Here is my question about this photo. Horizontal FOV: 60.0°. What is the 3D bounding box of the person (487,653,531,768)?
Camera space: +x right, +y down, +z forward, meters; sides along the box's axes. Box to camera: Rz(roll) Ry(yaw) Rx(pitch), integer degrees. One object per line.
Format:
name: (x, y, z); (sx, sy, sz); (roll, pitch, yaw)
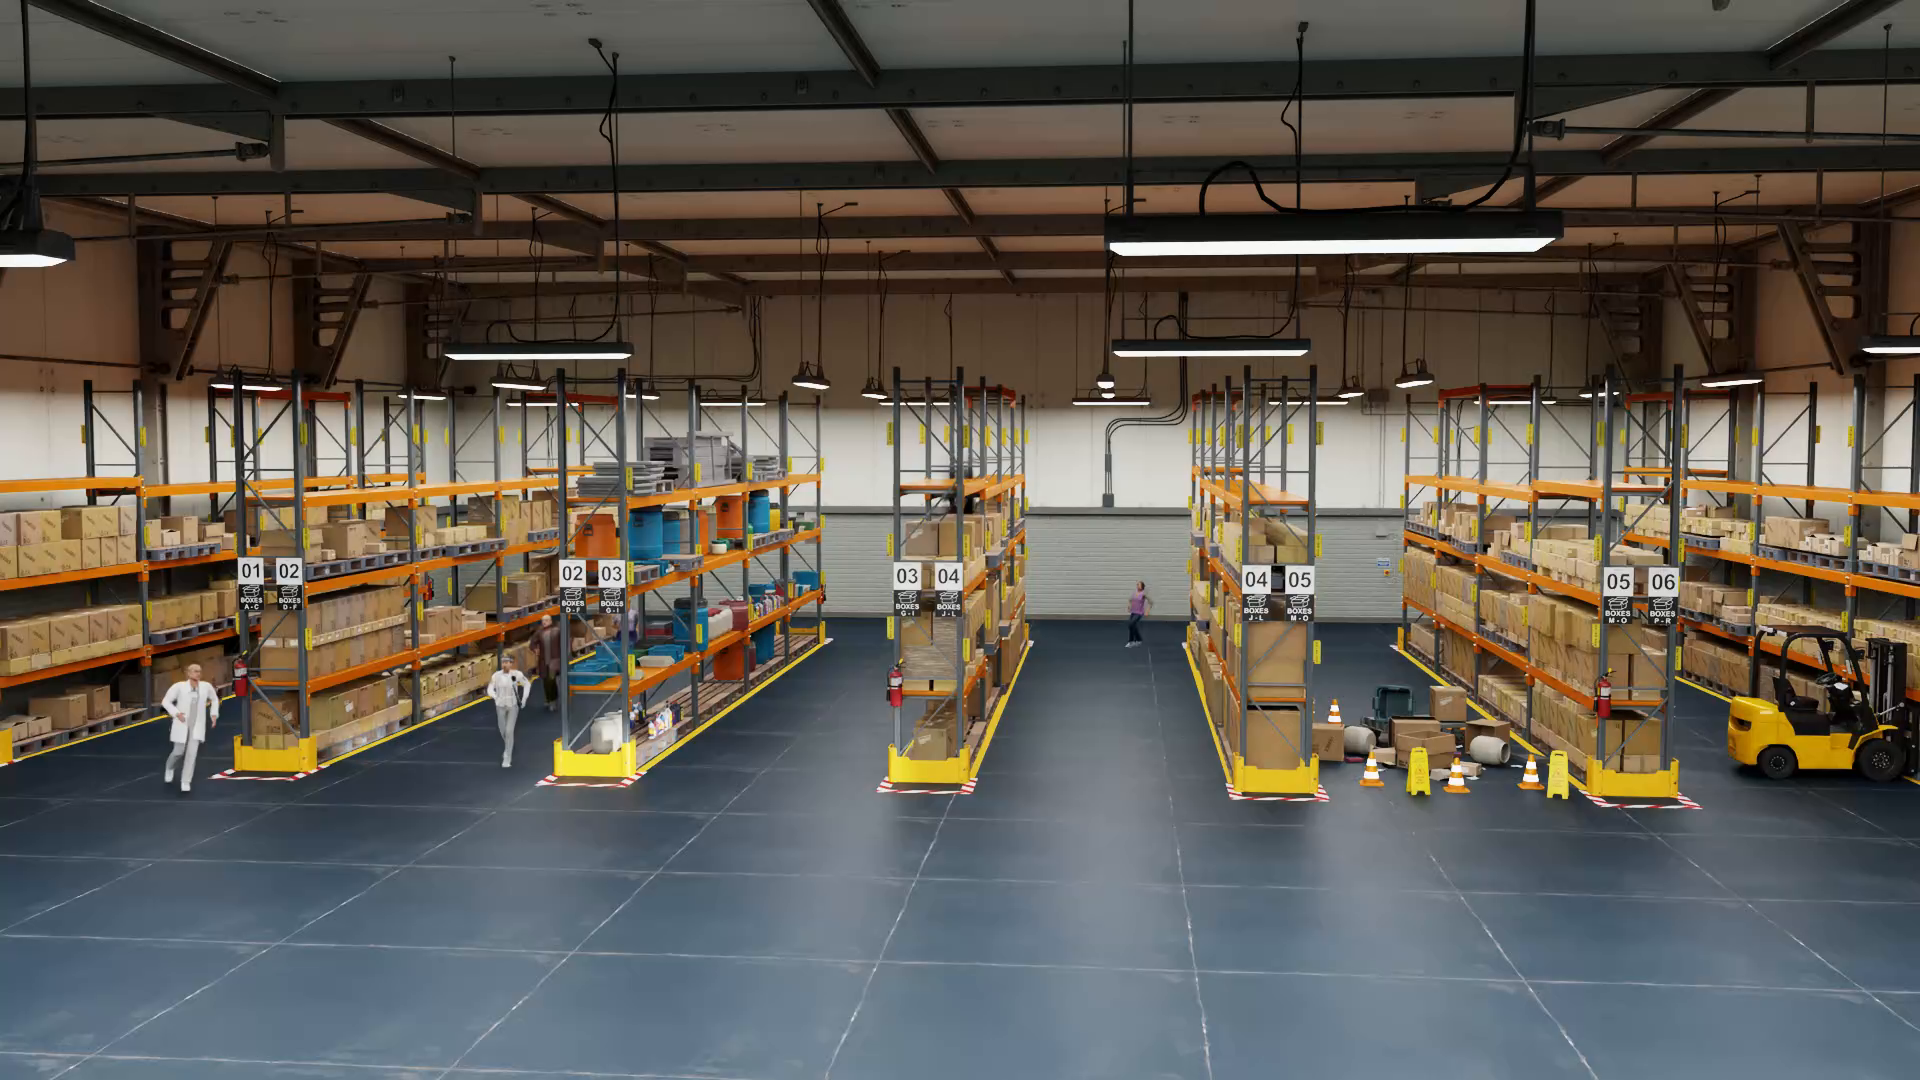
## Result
person: (-6.928, 2.574, 25.528); (0.636, 1.717, 0.817); (0, 4, 0)

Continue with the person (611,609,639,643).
person: (-6.903, 2.030, 34.403); (0.606, 1.646, 0.925); (-1, 4, -8)

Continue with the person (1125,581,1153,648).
person: (4.205, 1.819, 39.521); (0.619, 1.505, 0.588); (-3, 5, -39)

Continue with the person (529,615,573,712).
person: (-7.444, 2.235, 30.244); (0.729, 1.767, 0.930); (0, 4, 4)

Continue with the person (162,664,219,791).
person: (-10.980, 2.649, 23.796); (0.777, 1.741, 0.904); (-3, 4, -37)
